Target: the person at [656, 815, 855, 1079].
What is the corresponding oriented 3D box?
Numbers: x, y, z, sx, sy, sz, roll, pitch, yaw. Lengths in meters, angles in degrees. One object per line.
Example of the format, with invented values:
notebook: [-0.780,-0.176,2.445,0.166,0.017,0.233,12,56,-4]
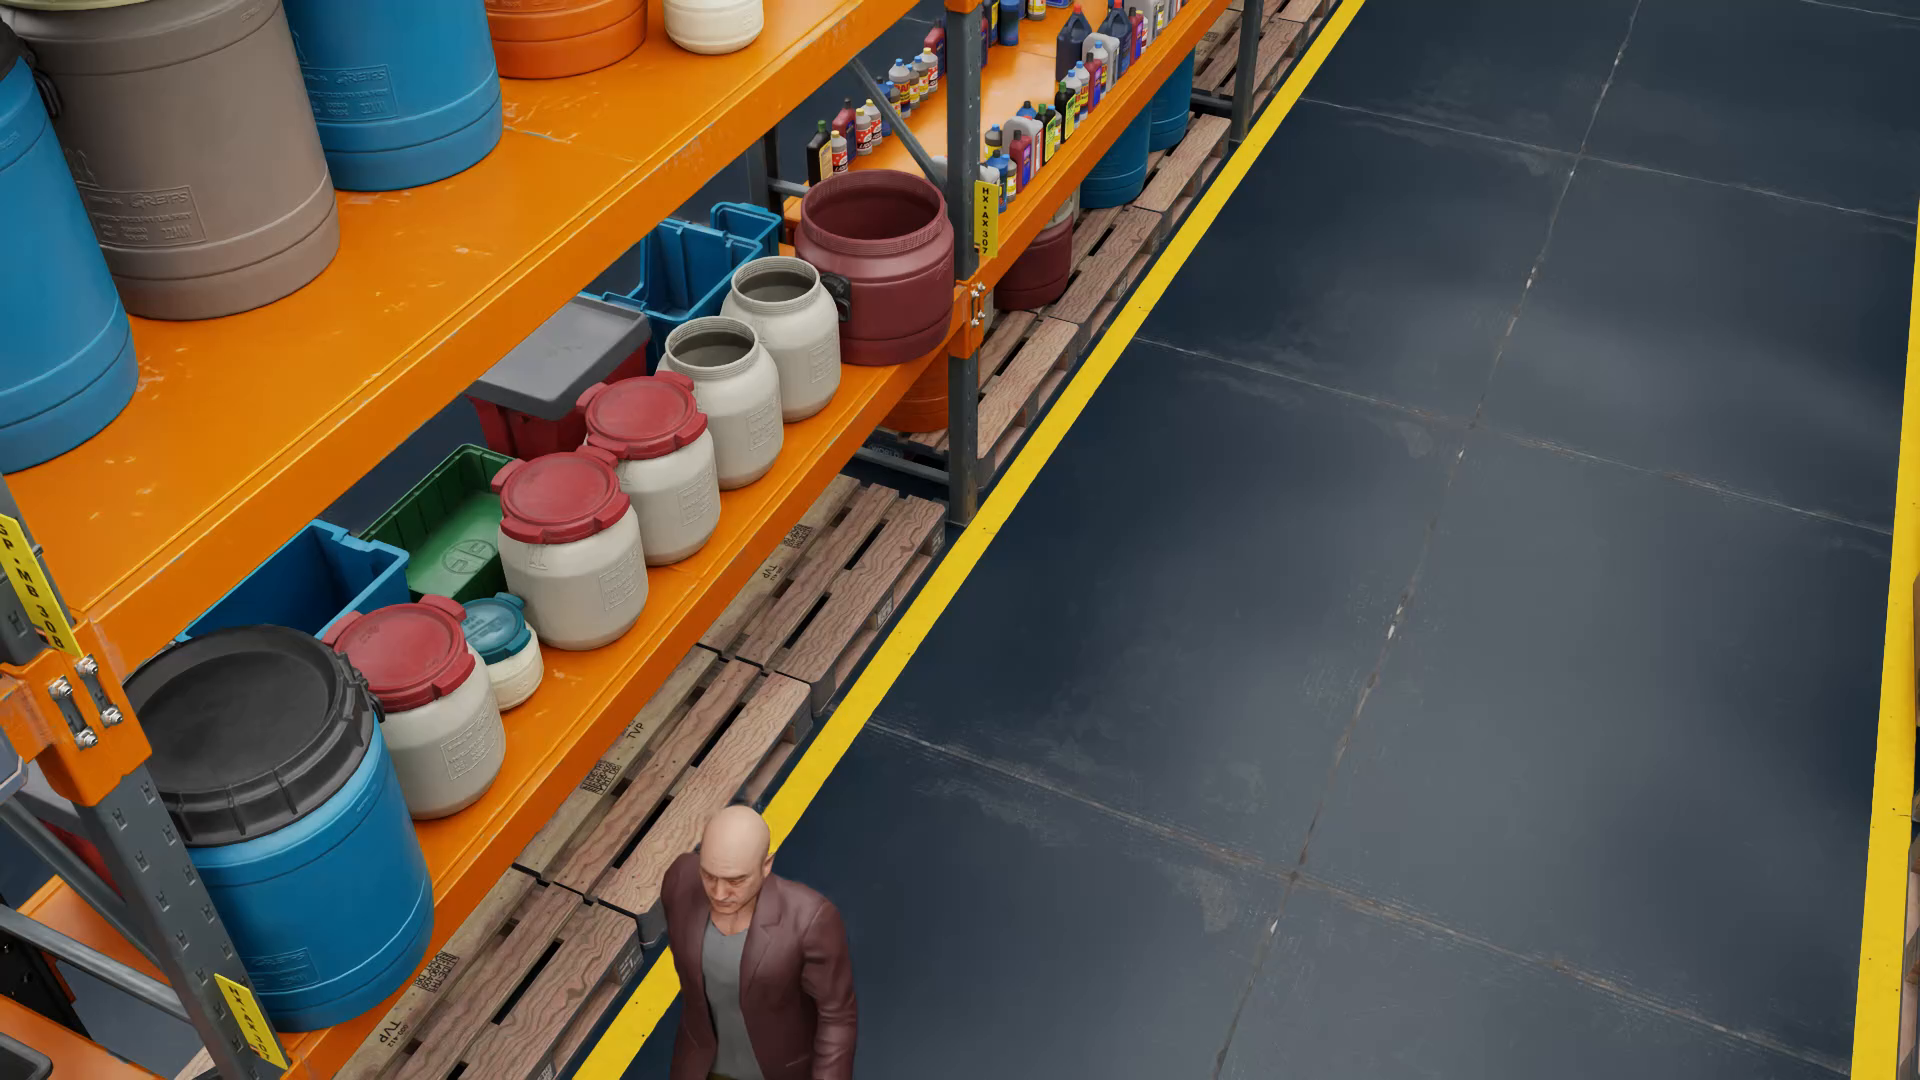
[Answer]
person: [-0.562,1.421,4.558,0.616,1.727,1.112,9,42,10]
